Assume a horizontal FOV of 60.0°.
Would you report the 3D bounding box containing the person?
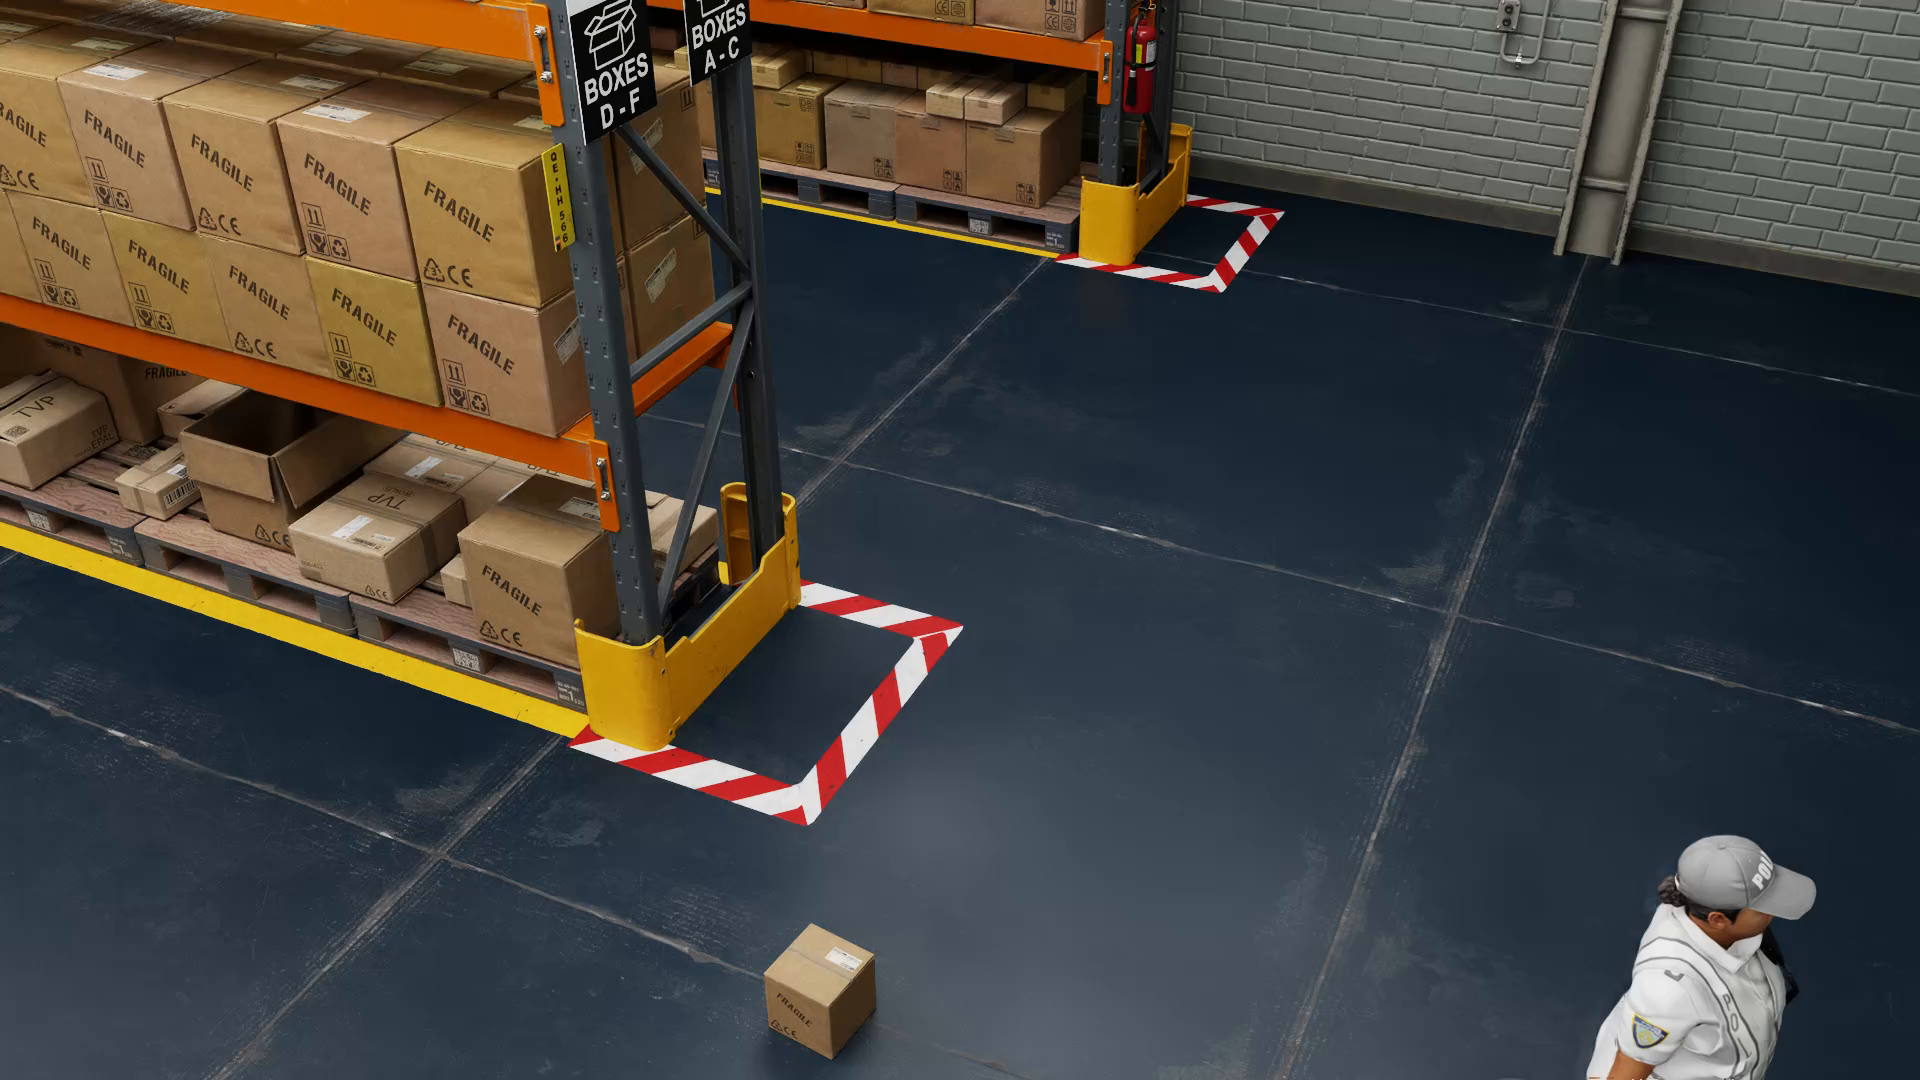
[{"bbox_3d":[1.725,1.329,4.143,0.816,1.628,0.482,19,38,26],"label":"person"}]
